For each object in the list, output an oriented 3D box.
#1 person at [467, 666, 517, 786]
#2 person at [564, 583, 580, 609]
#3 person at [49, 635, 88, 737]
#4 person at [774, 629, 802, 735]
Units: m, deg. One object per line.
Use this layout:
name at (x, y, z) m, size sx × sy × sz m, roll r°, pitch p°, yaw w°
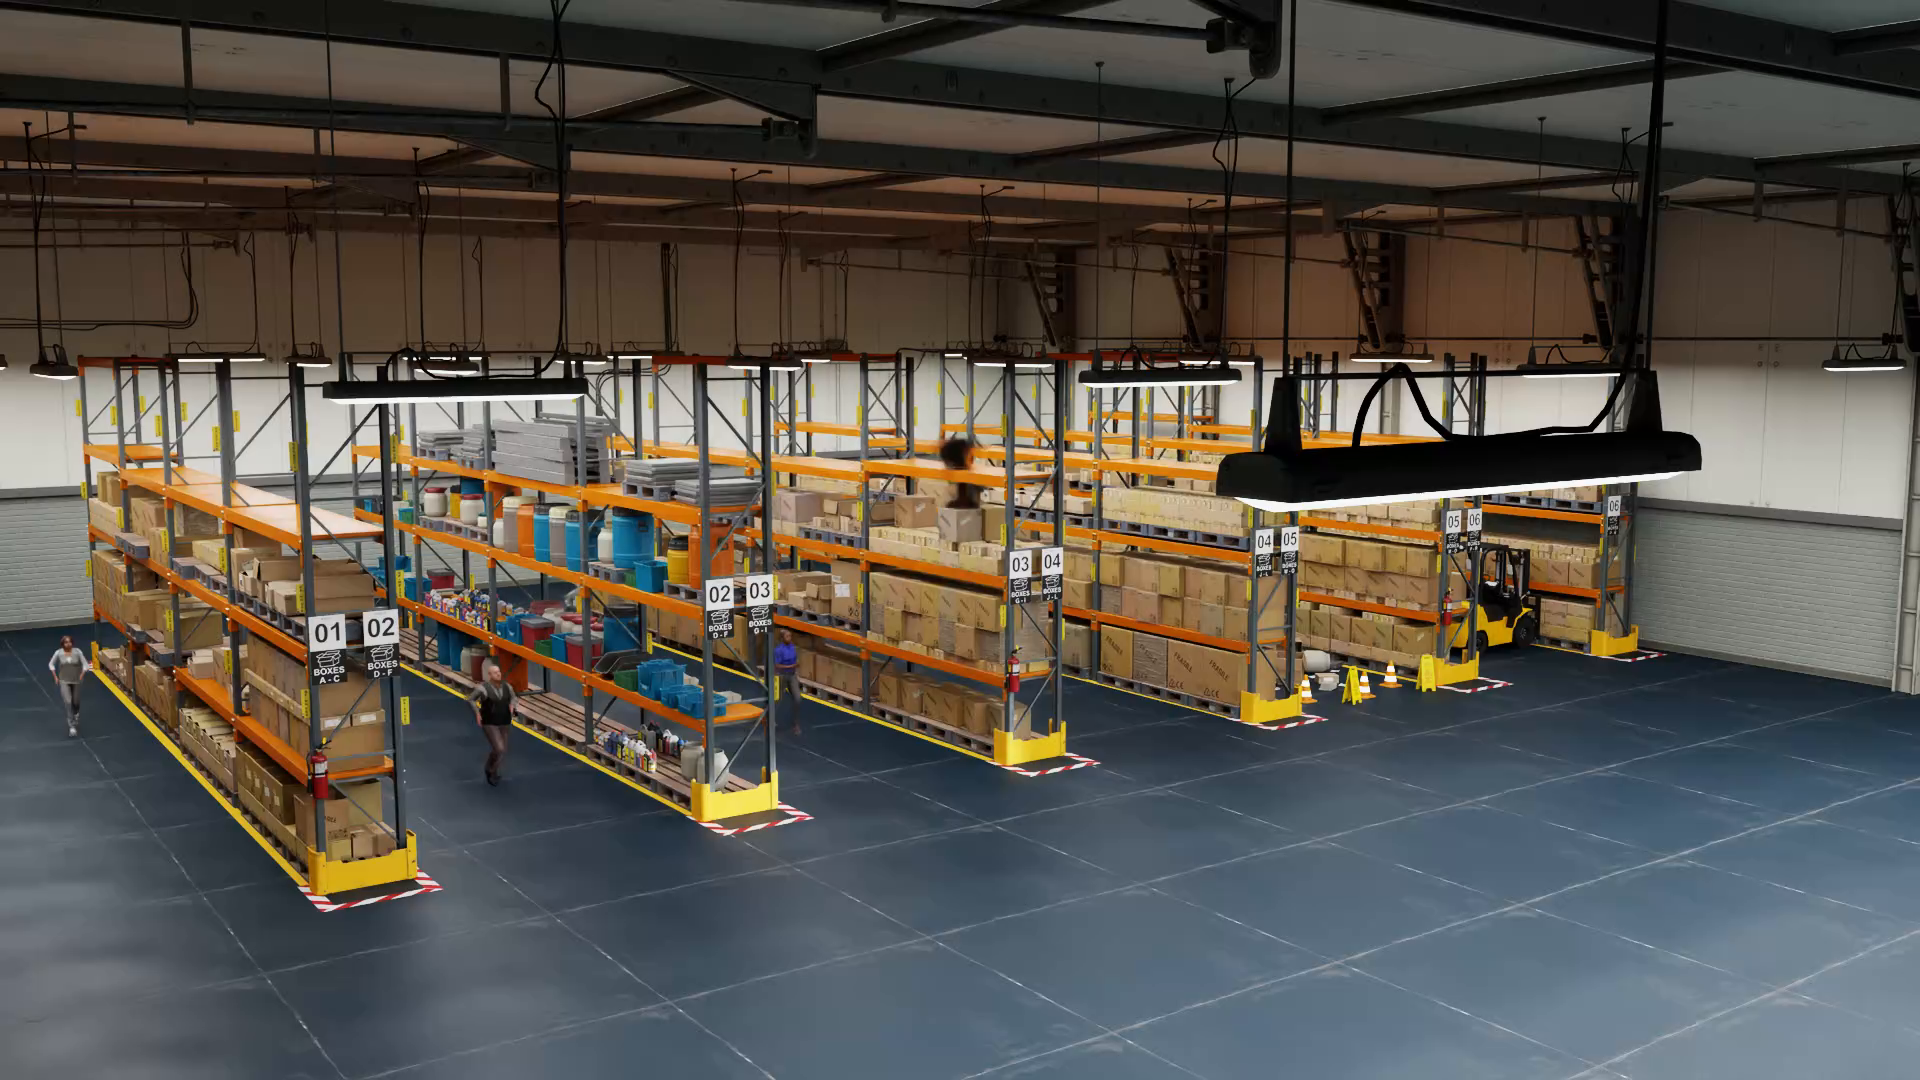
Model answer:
person at (-6.574, 2.625, 23.586) m, size 0.653 × 1.710 × 0.687 m, roll -6°, pitch 9°, yaw -42°
person at (-9.014, 0.752, 39.039) m, size 0.557 × 1.708 × 0.671 m, roll 0°, pitch 7°, yaw -3°
person at (-14.352, 2.313, 26.804) m, size 0.556 × 1.596 × 0.800 m, roll -4°, pitch 8°, yaw -31°
person at (-2.815, 2.273, 26.747) m, size 0.534 × 1.715 × 0.847 m, roll -6°, pitch 9°, yaw -43°
